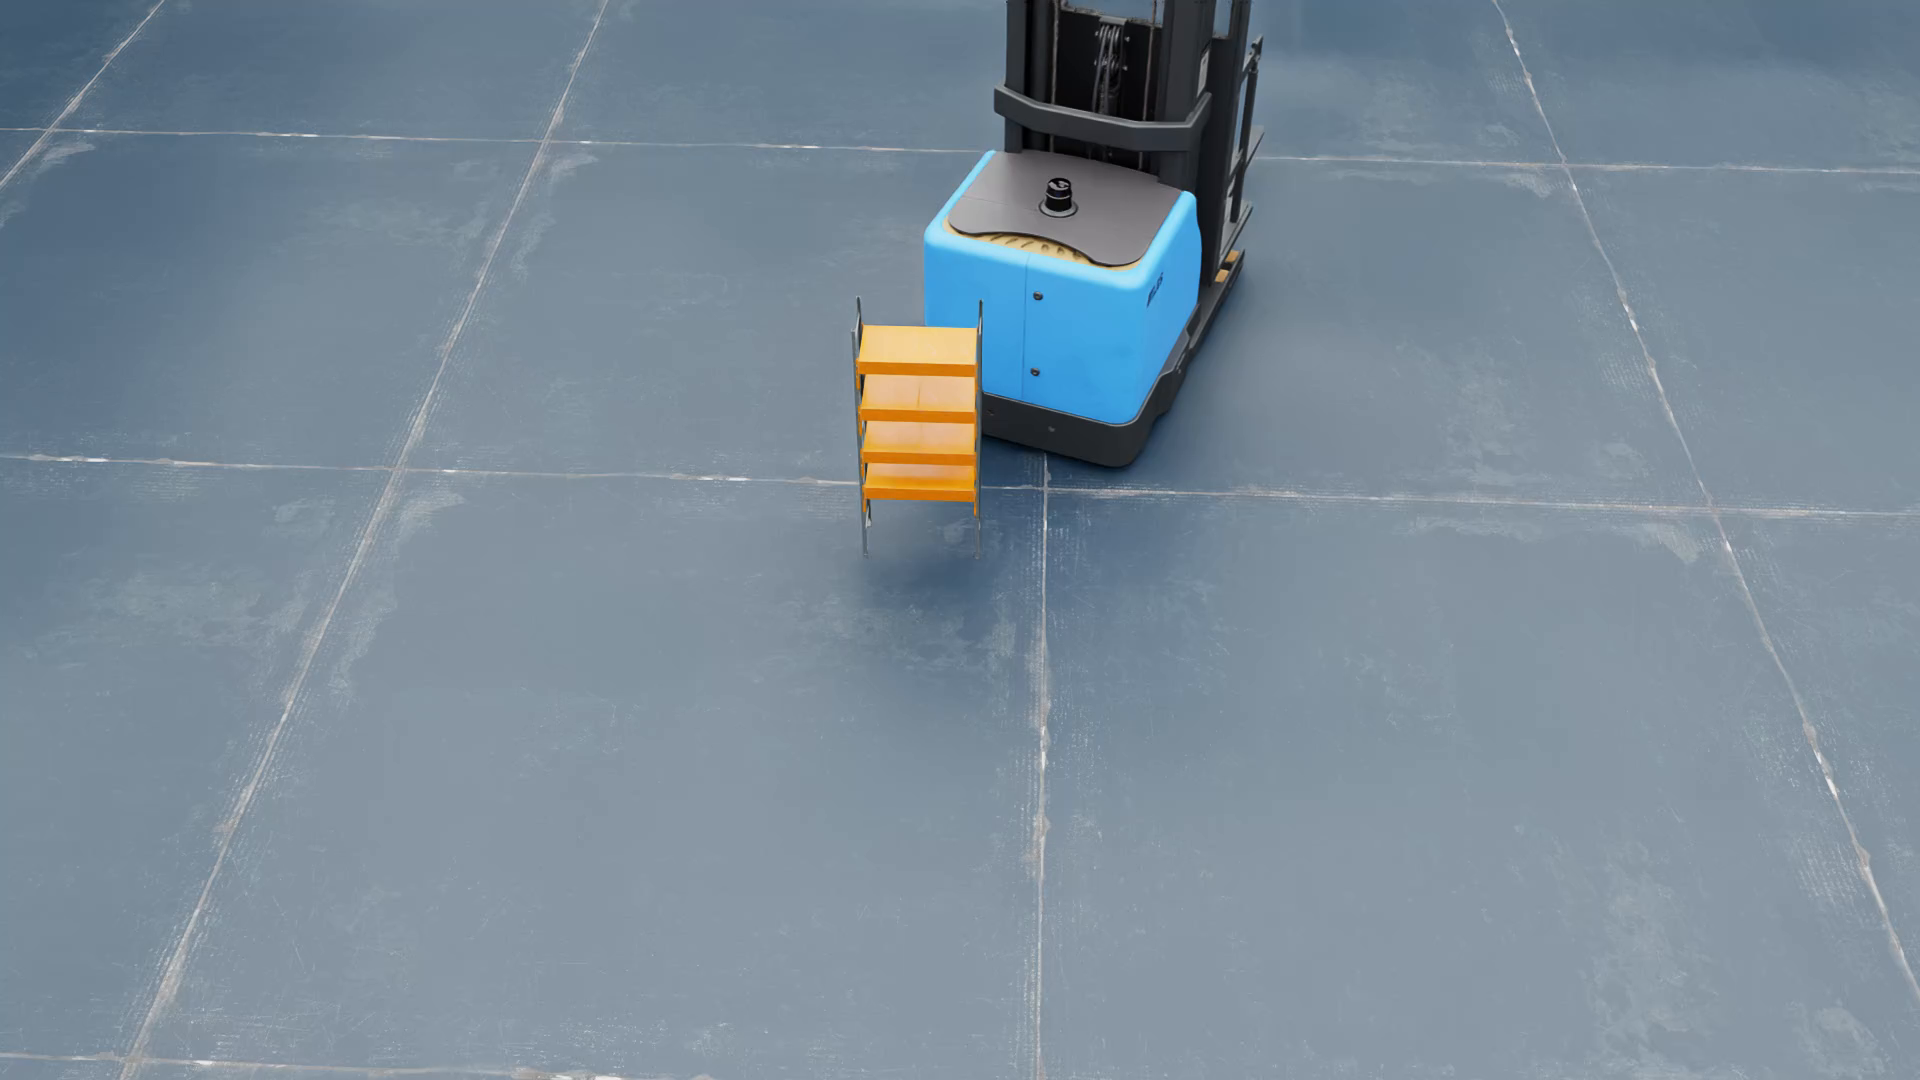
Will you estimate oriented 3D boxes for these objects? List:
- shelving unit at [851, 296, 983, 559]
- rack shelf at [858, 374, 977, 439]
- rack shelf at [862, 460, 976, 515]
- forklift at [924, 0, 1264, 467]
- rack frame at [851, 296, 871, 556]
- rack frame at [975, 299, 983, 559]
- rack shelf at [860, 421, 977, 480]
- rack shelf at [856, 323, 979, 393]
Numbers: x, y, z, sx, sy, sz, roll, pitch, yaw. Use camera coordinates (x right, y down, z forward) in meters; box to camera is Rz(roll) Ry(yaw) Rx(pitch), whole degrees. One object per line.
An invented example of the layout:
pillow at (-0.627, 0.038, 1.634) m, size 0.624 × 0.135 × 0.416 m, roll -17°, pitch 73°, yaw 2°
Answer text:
shelving unit at (-0.165, -0.444, 6.932) m, size 0.503 × 1.200 × 0.258 m, roll 2°, pitch 43°, yaw 2°
rack shelf at (-0.165, -0.559, 6.825) m, size 0.480 × 0.148 × 0.258 m, roll 2°, pitch 43°, yaw 2°
rack shelf at (-0.165, -0.250, 7.113) m, size 0.480 × 0.148 × 0.258 m, roll 2°, pitch 43°, yaw 2°
forklift at (0.857, -2.421, 7.784) m, size 1.130 × 2.935 × 3.031 m, roll 16°, pitch 45°, yaw 16°
rack frame at (-0.409, -0.452, 6.940) m, size 0.015 × 1.200 × 0.240 m, roll 2°, pitch 43°, yaw 2°
rack frame at (0.078, -0.437, 6.924) m, size 0.015 × 1.200 × 0.240 m, roll 2°, pitch 43°, yaw 2°
rack shelf at (-0.165, -0.395, 6.978) m, size 0.480 × 0.148 × 0.258 m, roll 2°, pitch 43°, yaw 2°
rack shelf at (-0.165, -0.732, 6.664) m, size 0.480 × 0.148 × 0.258 m, roll 2°, pitch 43°, yaw 2°
